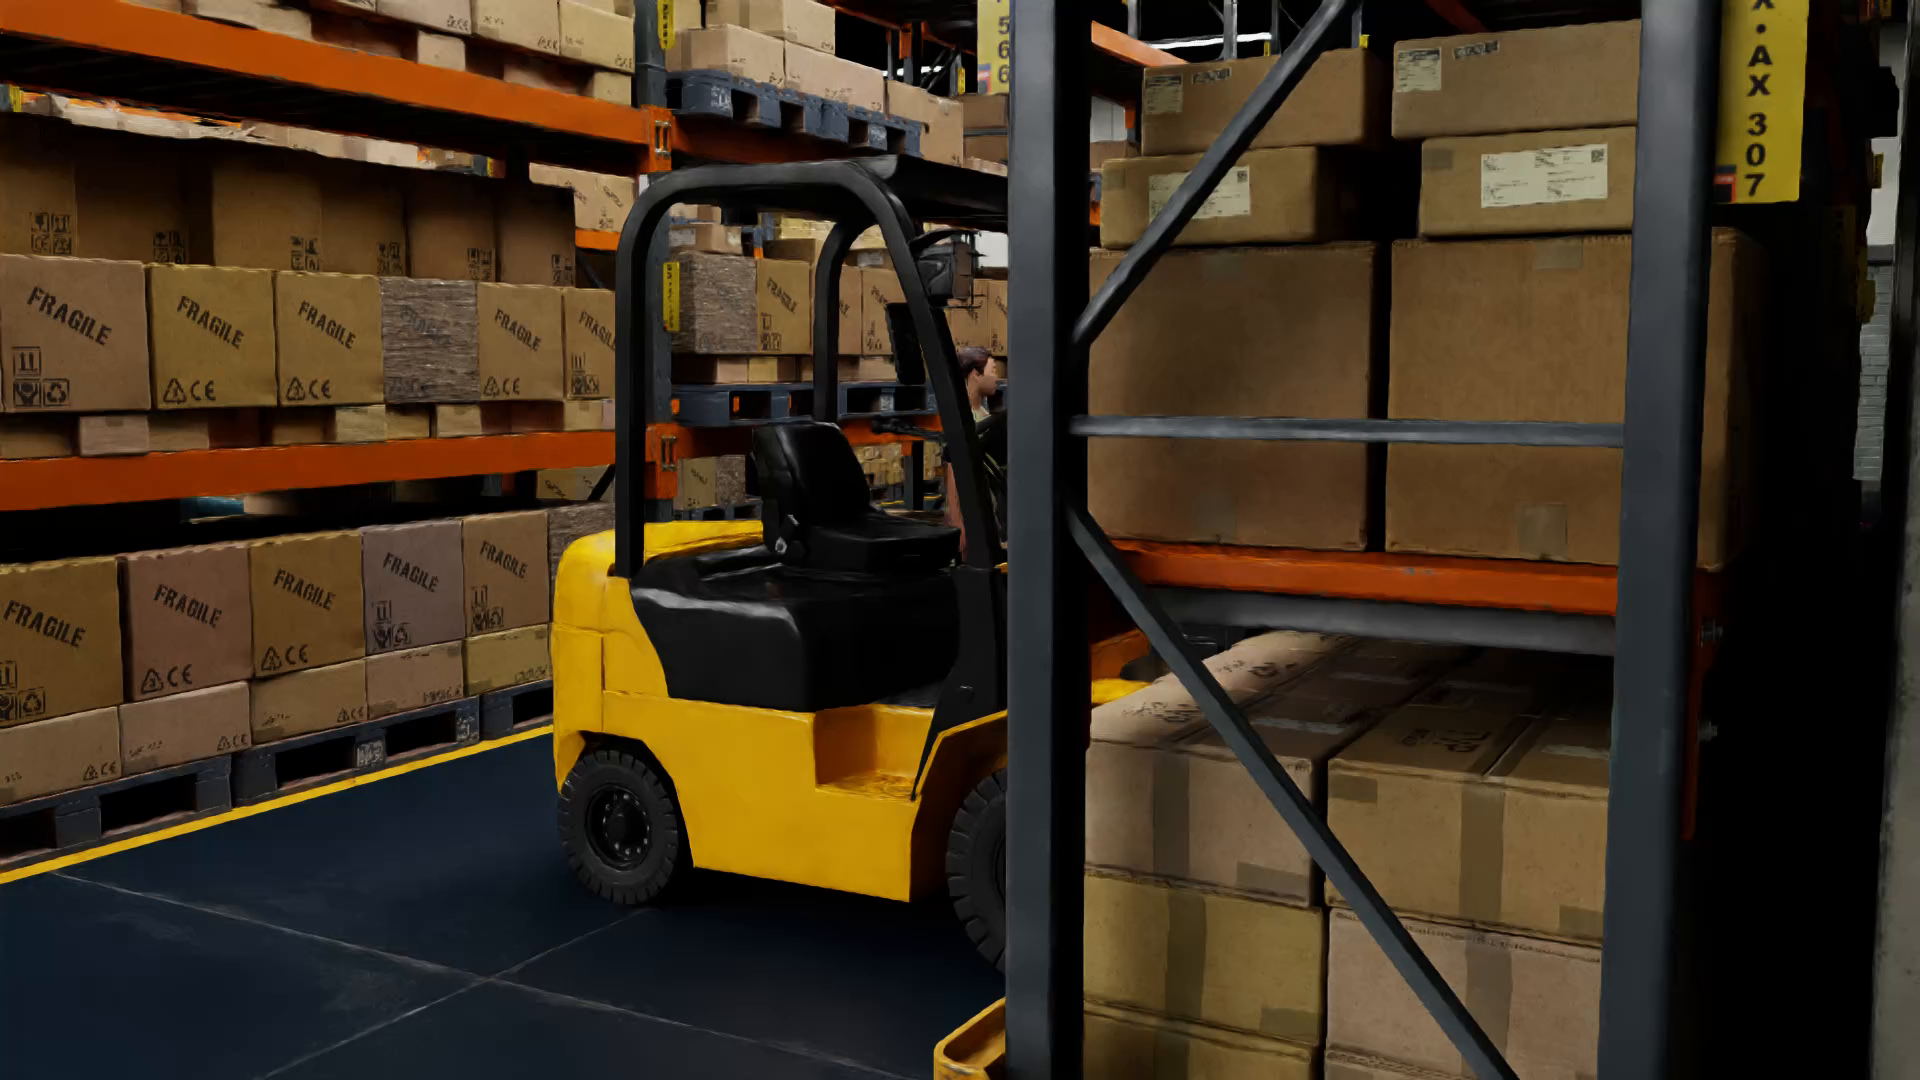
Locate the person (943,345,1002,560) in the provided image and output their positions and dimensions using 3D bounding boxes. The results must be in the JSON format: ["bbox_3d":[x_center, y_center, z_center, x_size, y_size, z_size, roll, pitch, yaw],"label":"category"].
[{"bbox_3d":[0.094,0.040,7.917,0.441,1.428,0.584,2,6,15],"label":"person"}]
